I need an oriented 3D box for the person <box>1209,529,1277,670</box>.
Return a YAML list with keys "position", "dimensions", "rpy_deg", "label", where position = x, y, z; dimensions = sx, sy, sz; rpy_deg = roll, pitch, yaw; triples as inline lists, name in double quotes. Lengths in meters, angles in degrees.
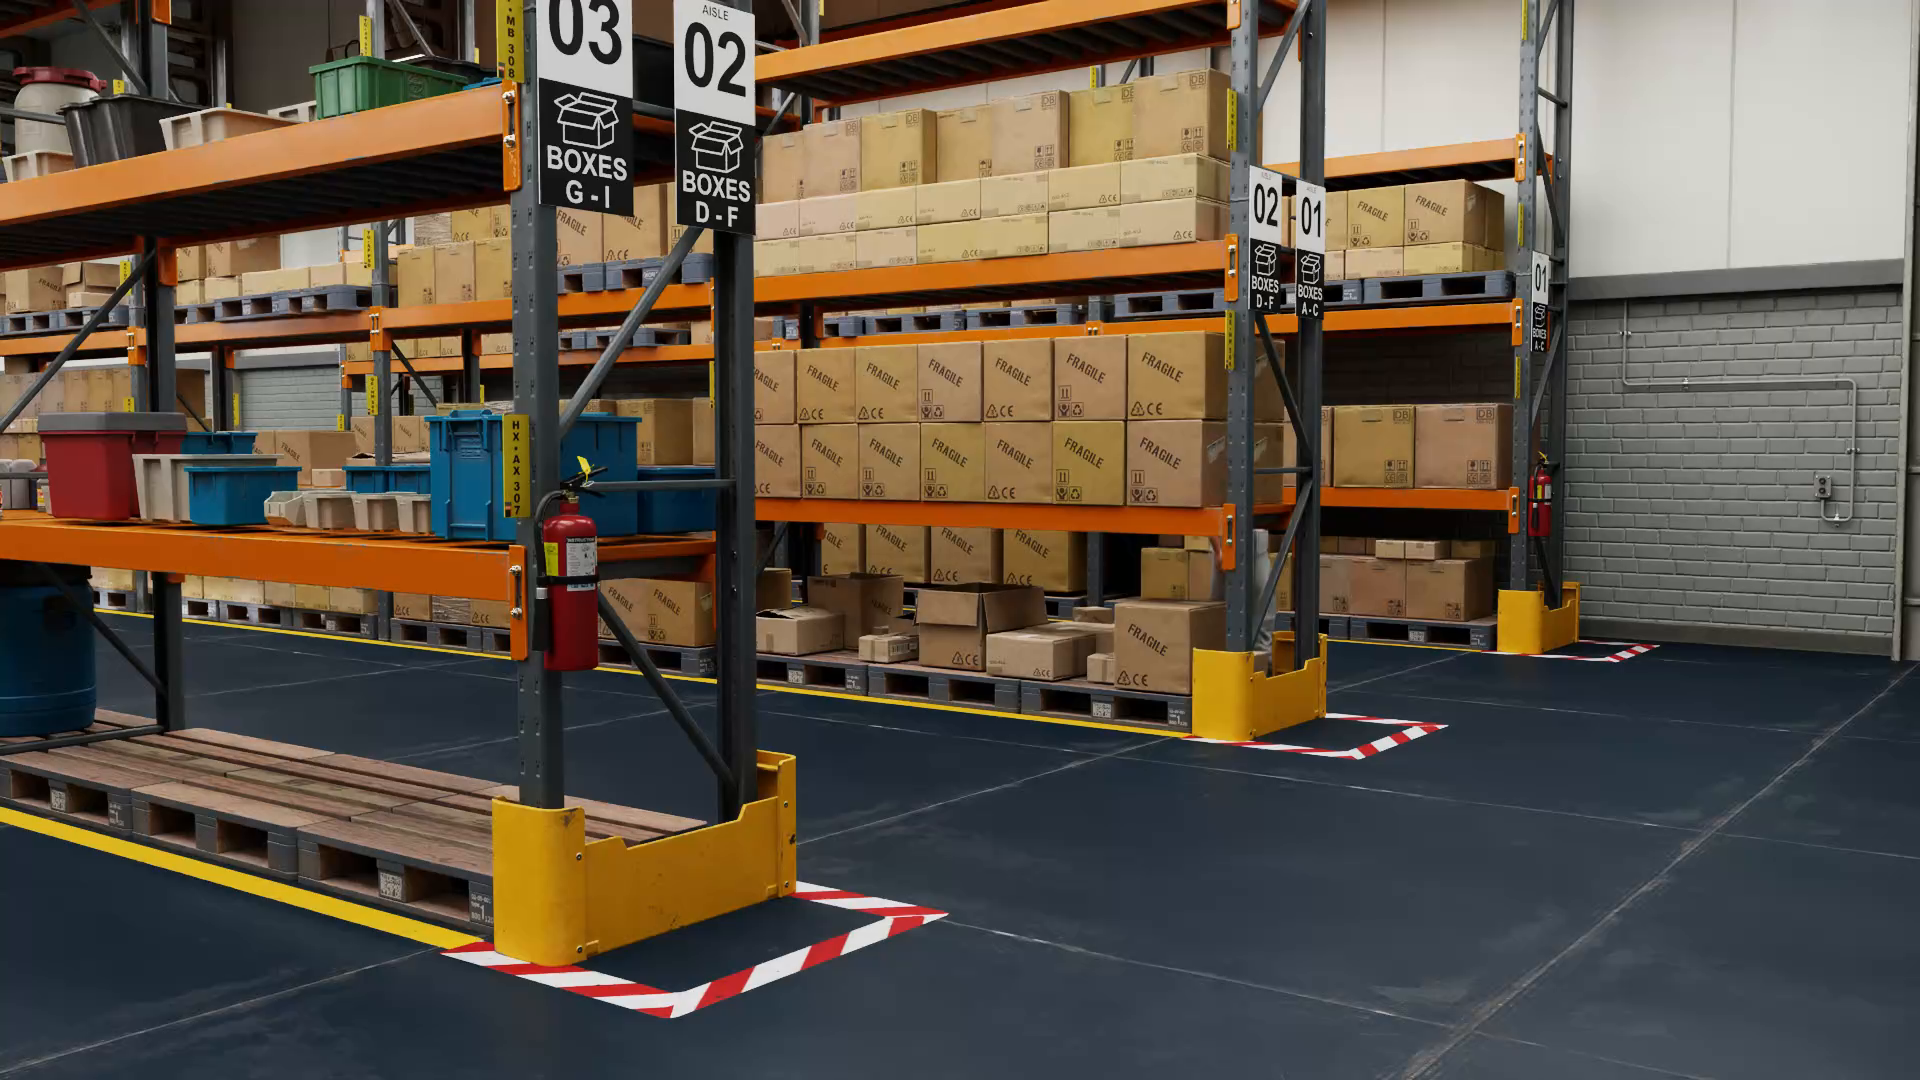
- position: [2.041, 0.072, 12.267]
  dimensions: [0.558, 1.731, 0.967]
  rpy_deg: [-2, 4, -29]
  label: "person"
